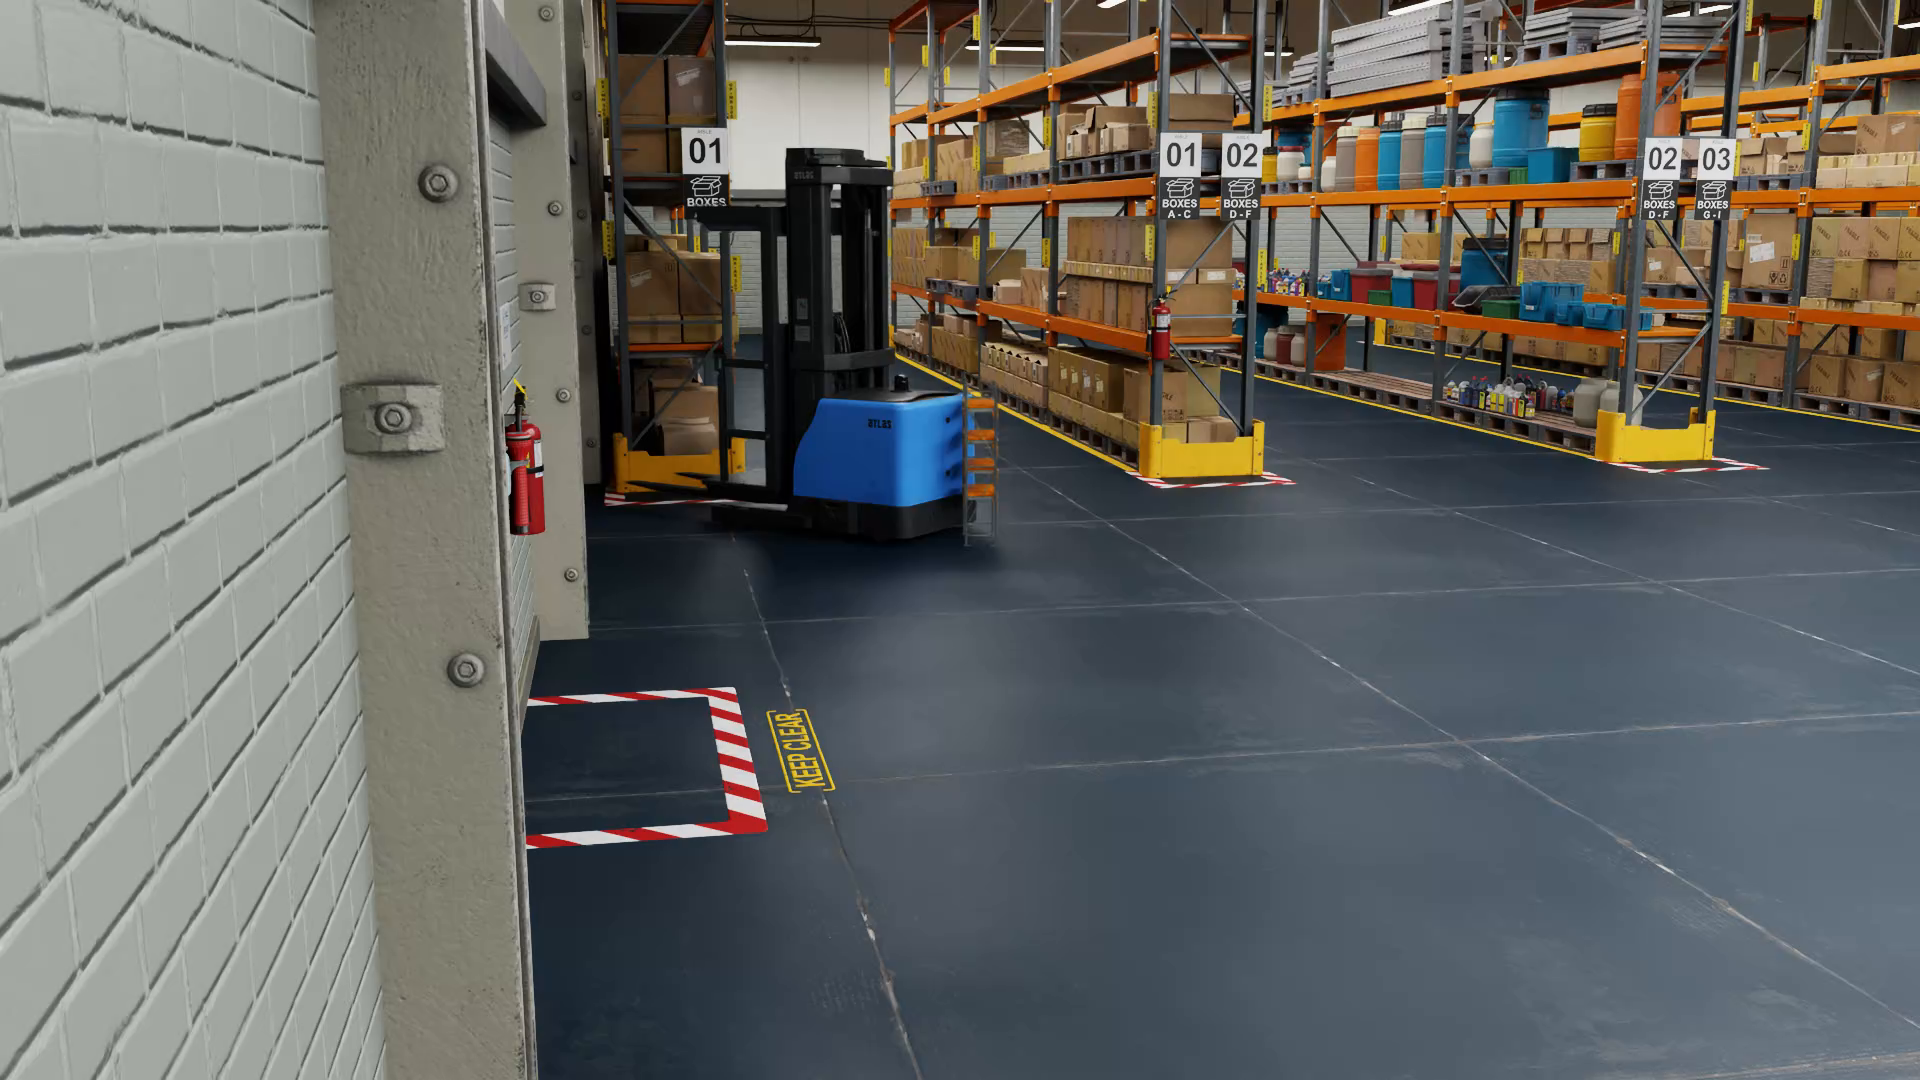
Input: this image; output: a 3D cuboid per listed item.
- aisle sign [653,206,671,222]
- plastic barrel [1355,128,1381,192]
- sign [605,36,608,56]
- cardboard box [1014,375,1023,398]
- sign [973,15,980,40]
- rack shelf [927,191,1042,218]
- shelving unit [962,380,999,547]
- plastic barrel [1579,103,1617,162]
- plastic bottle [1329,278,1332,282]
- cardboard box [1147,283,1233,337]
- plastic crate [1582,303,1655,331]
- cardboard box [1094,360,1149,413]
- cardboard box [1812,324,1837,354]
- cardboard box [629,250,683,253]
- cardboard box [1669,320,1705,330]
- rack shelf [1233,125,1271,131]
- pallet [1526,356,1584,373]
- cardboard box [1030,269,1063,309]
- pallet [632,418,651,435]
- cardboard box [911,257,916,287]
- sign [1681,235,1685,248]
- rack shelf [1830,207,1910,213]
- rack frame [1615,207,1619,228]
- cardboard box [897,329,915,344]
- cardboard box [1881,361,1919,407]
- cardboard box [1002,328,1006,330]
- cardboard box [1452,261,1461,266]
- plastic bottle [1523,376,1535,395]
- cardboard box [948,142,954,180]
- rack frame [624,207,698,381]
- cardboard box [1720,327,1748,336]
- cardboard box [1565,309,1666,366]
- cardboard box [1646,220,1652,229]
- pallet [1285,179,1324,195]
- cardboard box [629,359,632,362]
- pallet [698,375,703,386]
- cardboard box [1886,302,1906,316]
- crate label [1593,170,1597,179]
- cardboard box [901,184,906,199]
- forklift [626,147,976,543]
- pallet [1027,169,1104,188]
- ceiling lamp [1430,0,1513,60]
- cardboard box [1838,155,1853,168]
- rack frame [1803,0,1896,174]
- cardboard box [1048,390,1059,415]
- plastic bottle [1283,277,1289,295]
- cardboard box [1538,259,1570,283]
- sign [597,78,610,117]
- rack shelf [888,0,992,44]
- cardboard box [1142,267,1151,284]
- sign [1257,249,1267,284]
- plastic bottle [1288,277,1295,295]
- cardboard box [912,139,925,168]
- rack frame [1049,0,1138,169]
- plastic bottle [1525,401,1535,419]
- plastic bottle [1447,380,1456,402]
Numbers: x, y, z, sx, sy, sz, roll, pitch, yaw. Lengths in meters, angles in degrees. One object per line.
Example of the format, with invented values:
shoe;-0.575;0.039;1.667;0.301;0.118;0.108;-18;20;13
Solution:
aisle sign;-5.371;-6.171;30.143;0.394;0.787;0.004;-2;11;-11
plastic barrel;5.697;-5.169;22.659;0.600;0.830;0.708;-2;11;-11
sign;-5.422;-7.604;25.659;0.100;0.325;0.005;-2;11;-11
cardboard box;0.980;-1.957;21.189;0.500;0.250;0.500;-2;11;-10
sign;0.233;-7.007;22.732;0.100;0.325;0.005;-2;11;-11
rack shelf;0.374;-5.070;25.214;1.077;0.370;4.000;-2;11;-11
shelving unit;0.150;-0.587;12.572;0.258;1.200;0.503;0;11;-1
plastic barrel;6.832;-4.272;17.471;0.600;0.588;0.600;0;11;0
plastic bottle;5.710;-3.896;25.485;0.097;0.271;0.097;0;11;0
cardboard box;2.241;-2.251;16.234;0.700;0.500;0.500;-2;11;-11
plastic crate;6.788;-2.303;17.173;0.499;0.251;0.616;-2;11;-11
cardboard box;1.714;-1.610;17.360;0.500;0.500;0.500;-2;11;-11
cardboard box;14.765;-3.386;28.026;0.500;0.500;0.500;-3;11;-14
cardboard box;-3.994;-3.582;22.049;0.700;0.500;0.500;-3;11;-18
cardboard box;10.754;-3.081;24.363;0.500;0.250;0.500;-1;11;-5
rack shelf;4.456;-7.260;29.768;1.077;0.370;4.000;-2;11;-11
pallet;10.168;-2.944;27.597;1.003;0.211;1.213;-2;11;-11
cardboard box;1.208;-3.229;21.370;0.500;0.500;0.500;-2;11;-11
pallet;-3.152;-1.177;18.316;1.003;0.211;1.213;-2;11;-11
cardboard box;-0.568;-4.637;28.769;0.500;0.500;0.500;-2;11;-10
sign;11.011;-4.494;25.401;0.100;0.325;0.005;-2;11;-11
rack shelf;19.035;-6.524;32.851;1.077;0.370;4.000;-2;11;-11
rack frame;13.810;-5.572;33.949;1.000;3.000;0.127;-2;11;-11
cardboard box;-0.868;-3.714;30.365;0.500;0.250;0.500;-2;11;-11
cardboard box;11.614;-1.897;20.203;0.500;0.500;0.500;-3;11;-16
cardboard box;0.450;-3.134;26.649;0.500;0.500;0.500;-2;11;-11
cardboard box;9.257;-4.915;30.104;0.500;0.250;0.500;-2;11;-9
plastic bottle;6.846;-1.801;20.045;0.144;0.351;0.185;-3;11;-14
cardboard box;0.163;-5.878;25.877;0.600;0.600;0.600;-2;11;-12
rack frame;-4.095;-3.402;22.550;1.000;3.000;0.127;-2;11;-11
cardboard box;14.215;-3.836;30.536;0.380;0.149;0.250;-2;11;-10
cardboard box;10.367;-3.233;26.218;1.225;0.875;0.875;-3;11;-14
cardboard box;13.741;-6.074;32.850;0.500;0.500;0.500;-2;11;-9
pallet;5.570;-5.287;24.936;1.003;0.211;1.213;-2;11;-11
cardboard box;-3.918;-2.162;21.540;0.700;0.500;0.500;-2;11;-11
pallet;-4.175;-2.180;23.585;1.003;0.211;1.213;-2;11;-11
cardboard box;11.311;-2.761;19.851;0.380;0.149;0.250;-2;11;-11
crate label;7.139;-4.051;18.334;0.502;0.251;0.408;-2;11;-11
cardboard box;-0.759;-6.163;29.433;0.500;0.250;0.500;-2;11;-11
forklift;-1.383;-1.607;13.301;3.031;2.935;1.130;7;13;33
pallet;1.357;-4.391;20.231;0.805;0.209;1.217;-3;11;-13
ceiling lamp;10.890;-11.809;35.062;2.000;3.185;0.800;-2;11;-11
cardboard box;11.138;-4.688;20.616;0.380;0.149;0.250;-3;11;-14
rack frame;11.259;-6.156;20.974;1.000;3.000;0.127;-2;11;-11
cardboard box;1.334;-1.609;19.359;0.500;0.250;0.500;-2;11;-11
plastic bottle;5.000;-3.894;25.476;0.097;0.271;0.097;0;11;0
cardboard box;9.848;-4.354;27.280;0.500;0.500;0.500;-2;11;-10
sign;-3.088;-3.827;14.391;0.100;0.325;0.005;-2;11;-11
rack shelf;-0.404;-8.910;28.478;1.077;0.370;4.000;-2;11;-11
cardboard box;2.006;-2.595;16.305;0.380;0.149;0.250;-2;11;-10
sign;2.865;-2.599;15.803;0.100;0.325;0.005;-2;11;-11
plastic bottle;5.038;-3.858;25.288;0.097;0.271;0.097;0;11;0
cardboard box;-0.455;-6.693;28.875;0.700;0.500;0.500;-2;11;-11
rack frame;1.541;-5.797;19.085;1.000;3.000;0.127;-2;11;-11
plastic bottle;6.391;-1.458;18.641;0.097;0.201;0.097;0;11;0
plastic bottle;6.033;-1.831;20.412;0.097;0.271;0.097;0;11;0
